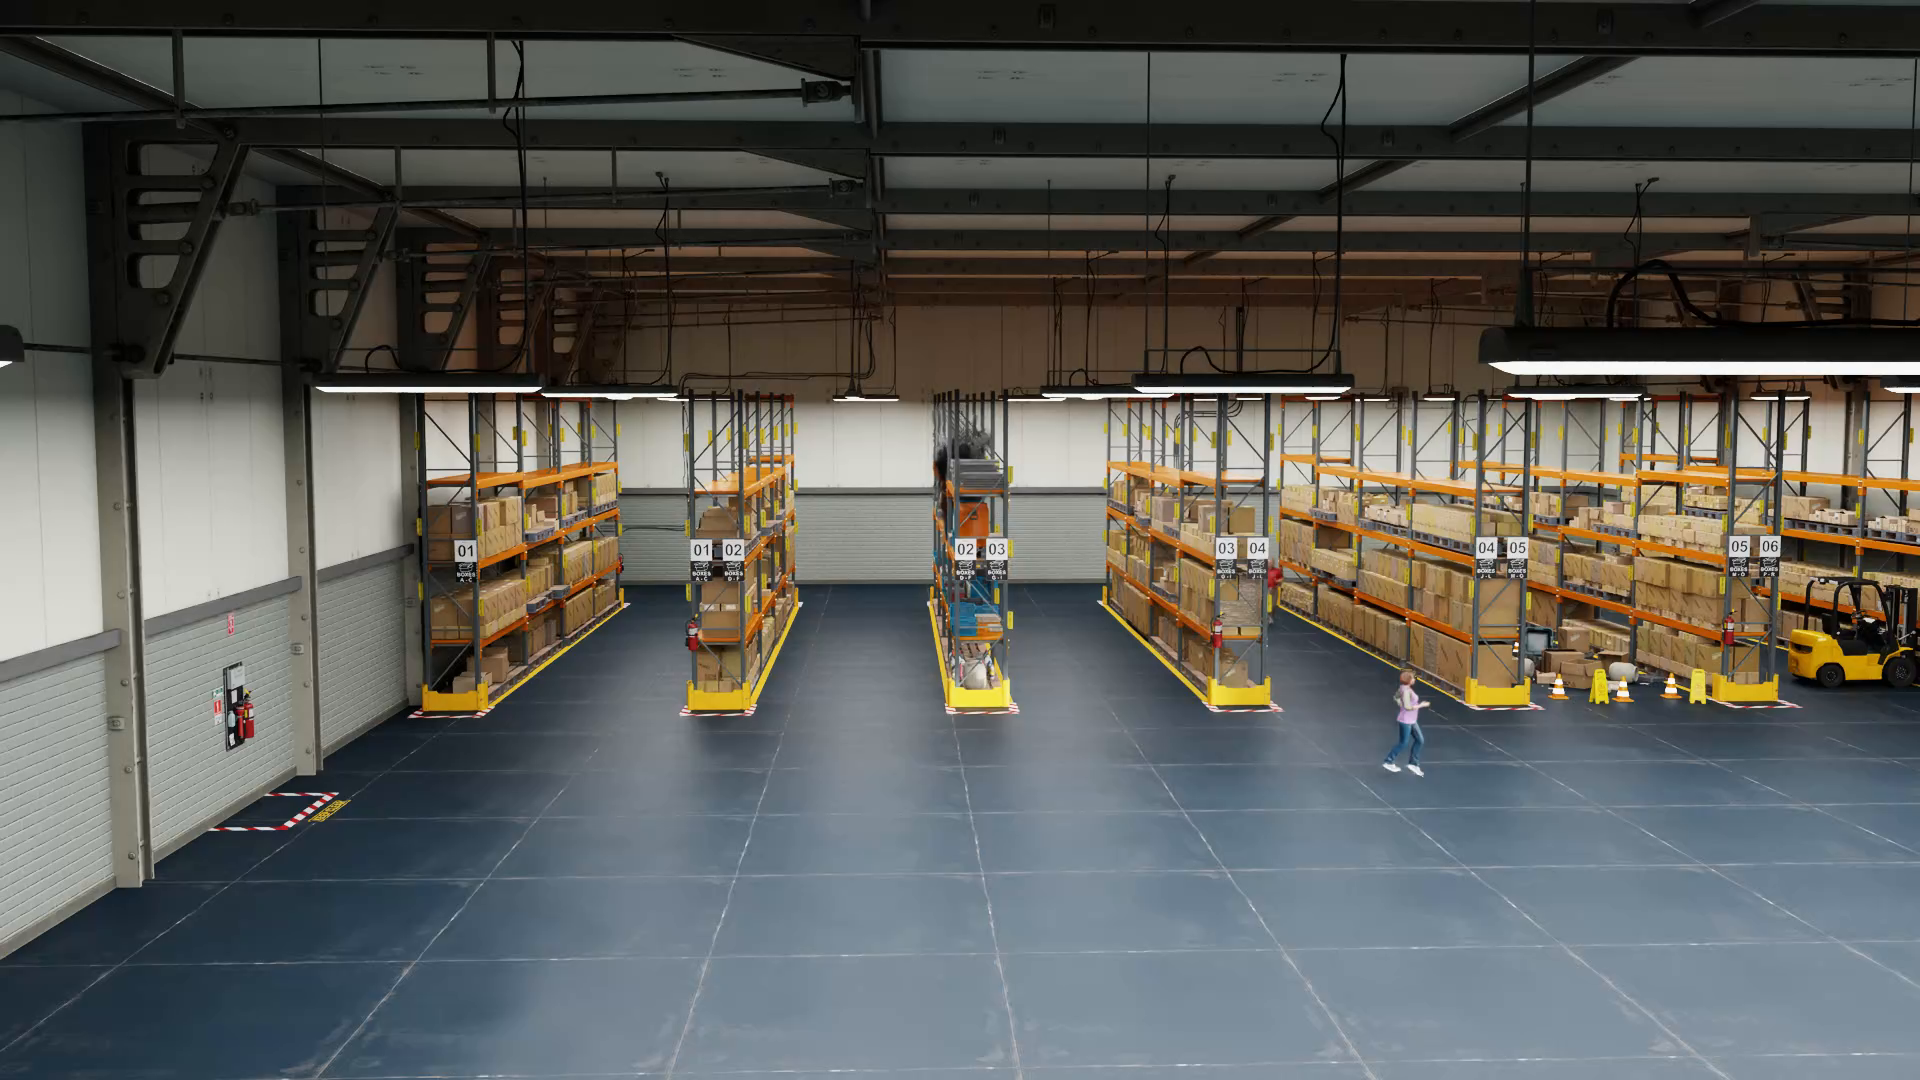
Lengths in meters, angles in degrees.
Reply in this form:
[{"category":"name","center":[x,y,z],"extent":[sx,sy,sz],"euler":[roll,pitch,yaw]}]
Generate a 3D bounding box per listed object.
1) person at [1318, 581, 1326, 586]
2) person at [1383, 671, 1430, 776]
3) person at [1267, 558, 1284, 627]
[{"category":"person","center":[10.656,0.924,48.934],"extent":[0.883,1.657,0.537],"euler":[-4,6,-38]},{"category":"person","center":[6.889,2.841,25.624],"extent":[0.678,1.612,0.516],"euler":[2,5,23]},{"category":"person","center":[8.029,1.372,42.955],"extent":[0.633,1.798,0.751],"euler":[0,5,-2]}]
